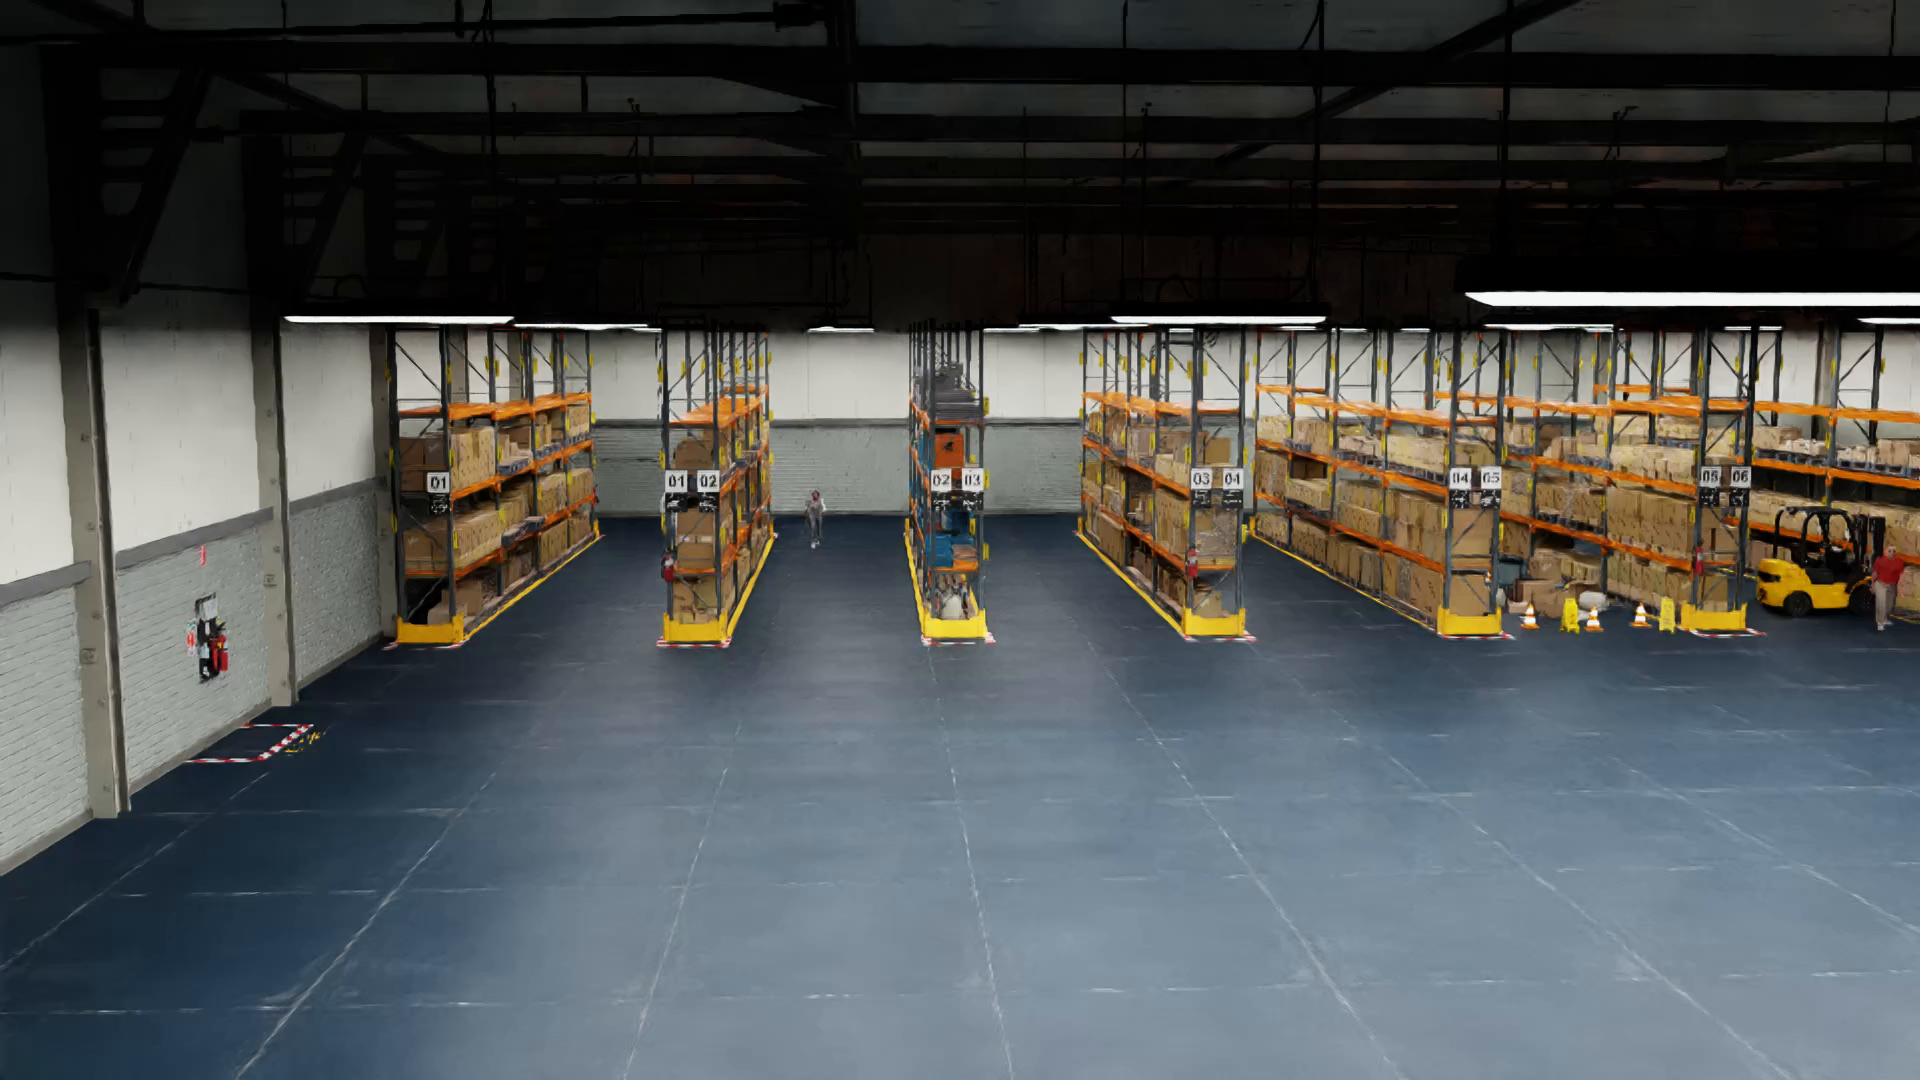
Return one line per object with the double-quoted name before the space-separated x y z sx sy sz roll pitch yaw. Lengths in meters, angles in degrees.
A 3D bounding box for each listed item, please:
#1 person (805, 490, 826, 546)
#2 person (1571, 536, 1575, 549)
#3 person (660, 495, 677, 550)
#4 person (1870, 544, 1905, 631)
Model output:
"person" -3.922 -0.568 45.239 0.556 1.425 0.820 -1 7 -9
"person" 16.091 -0.425 43.641 0.564 1.532 0.800 -1 7 -8
"person" -7.680 -0.634 44.587 0.733 1.709 0.930 -1 7 -7
"person" 18.035 0.896 32.348 0.535 1.673 0.946 2 7 12
